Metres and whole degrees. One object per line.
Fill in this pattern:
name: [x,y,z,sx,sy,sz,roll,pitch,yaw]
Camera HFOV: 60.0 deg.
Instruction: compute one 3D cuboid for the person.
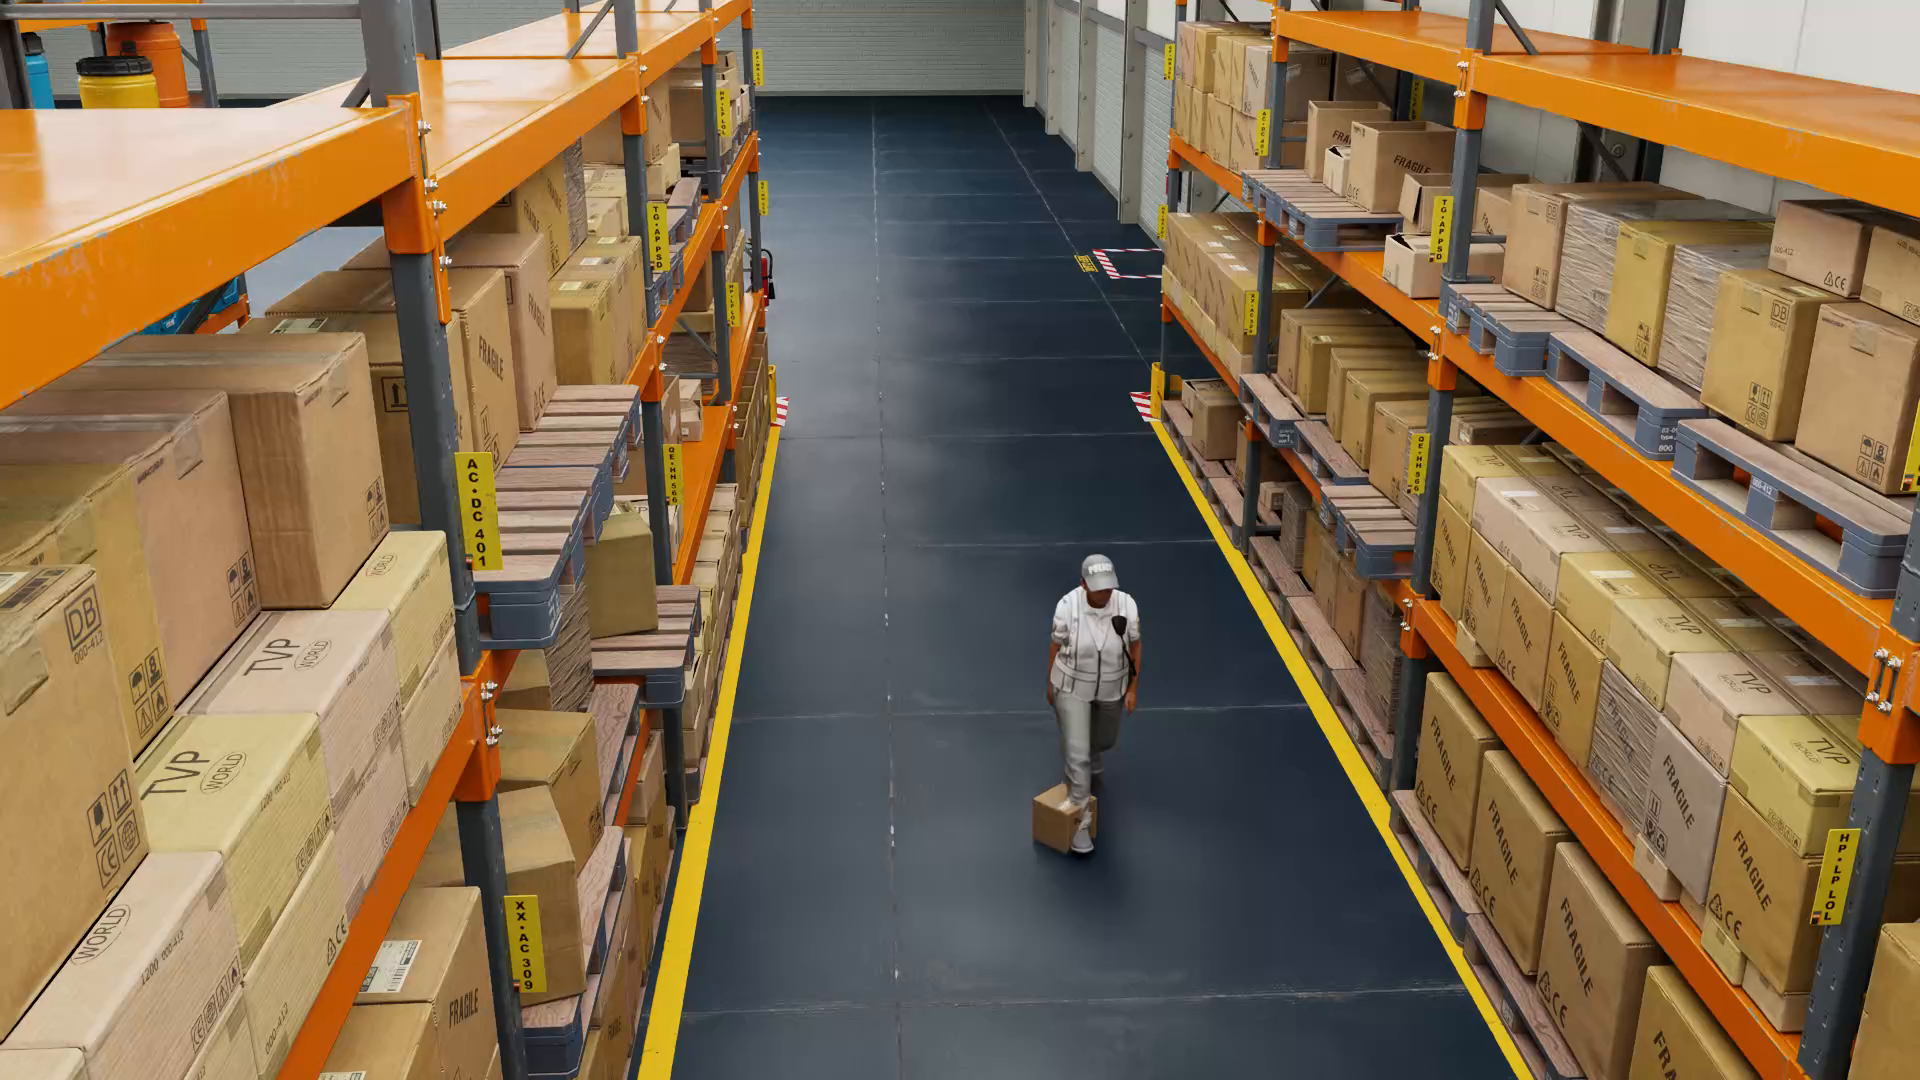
person: [0.723,0.769,9.062,0.490,1.594,1.041,-3,21,-8]
